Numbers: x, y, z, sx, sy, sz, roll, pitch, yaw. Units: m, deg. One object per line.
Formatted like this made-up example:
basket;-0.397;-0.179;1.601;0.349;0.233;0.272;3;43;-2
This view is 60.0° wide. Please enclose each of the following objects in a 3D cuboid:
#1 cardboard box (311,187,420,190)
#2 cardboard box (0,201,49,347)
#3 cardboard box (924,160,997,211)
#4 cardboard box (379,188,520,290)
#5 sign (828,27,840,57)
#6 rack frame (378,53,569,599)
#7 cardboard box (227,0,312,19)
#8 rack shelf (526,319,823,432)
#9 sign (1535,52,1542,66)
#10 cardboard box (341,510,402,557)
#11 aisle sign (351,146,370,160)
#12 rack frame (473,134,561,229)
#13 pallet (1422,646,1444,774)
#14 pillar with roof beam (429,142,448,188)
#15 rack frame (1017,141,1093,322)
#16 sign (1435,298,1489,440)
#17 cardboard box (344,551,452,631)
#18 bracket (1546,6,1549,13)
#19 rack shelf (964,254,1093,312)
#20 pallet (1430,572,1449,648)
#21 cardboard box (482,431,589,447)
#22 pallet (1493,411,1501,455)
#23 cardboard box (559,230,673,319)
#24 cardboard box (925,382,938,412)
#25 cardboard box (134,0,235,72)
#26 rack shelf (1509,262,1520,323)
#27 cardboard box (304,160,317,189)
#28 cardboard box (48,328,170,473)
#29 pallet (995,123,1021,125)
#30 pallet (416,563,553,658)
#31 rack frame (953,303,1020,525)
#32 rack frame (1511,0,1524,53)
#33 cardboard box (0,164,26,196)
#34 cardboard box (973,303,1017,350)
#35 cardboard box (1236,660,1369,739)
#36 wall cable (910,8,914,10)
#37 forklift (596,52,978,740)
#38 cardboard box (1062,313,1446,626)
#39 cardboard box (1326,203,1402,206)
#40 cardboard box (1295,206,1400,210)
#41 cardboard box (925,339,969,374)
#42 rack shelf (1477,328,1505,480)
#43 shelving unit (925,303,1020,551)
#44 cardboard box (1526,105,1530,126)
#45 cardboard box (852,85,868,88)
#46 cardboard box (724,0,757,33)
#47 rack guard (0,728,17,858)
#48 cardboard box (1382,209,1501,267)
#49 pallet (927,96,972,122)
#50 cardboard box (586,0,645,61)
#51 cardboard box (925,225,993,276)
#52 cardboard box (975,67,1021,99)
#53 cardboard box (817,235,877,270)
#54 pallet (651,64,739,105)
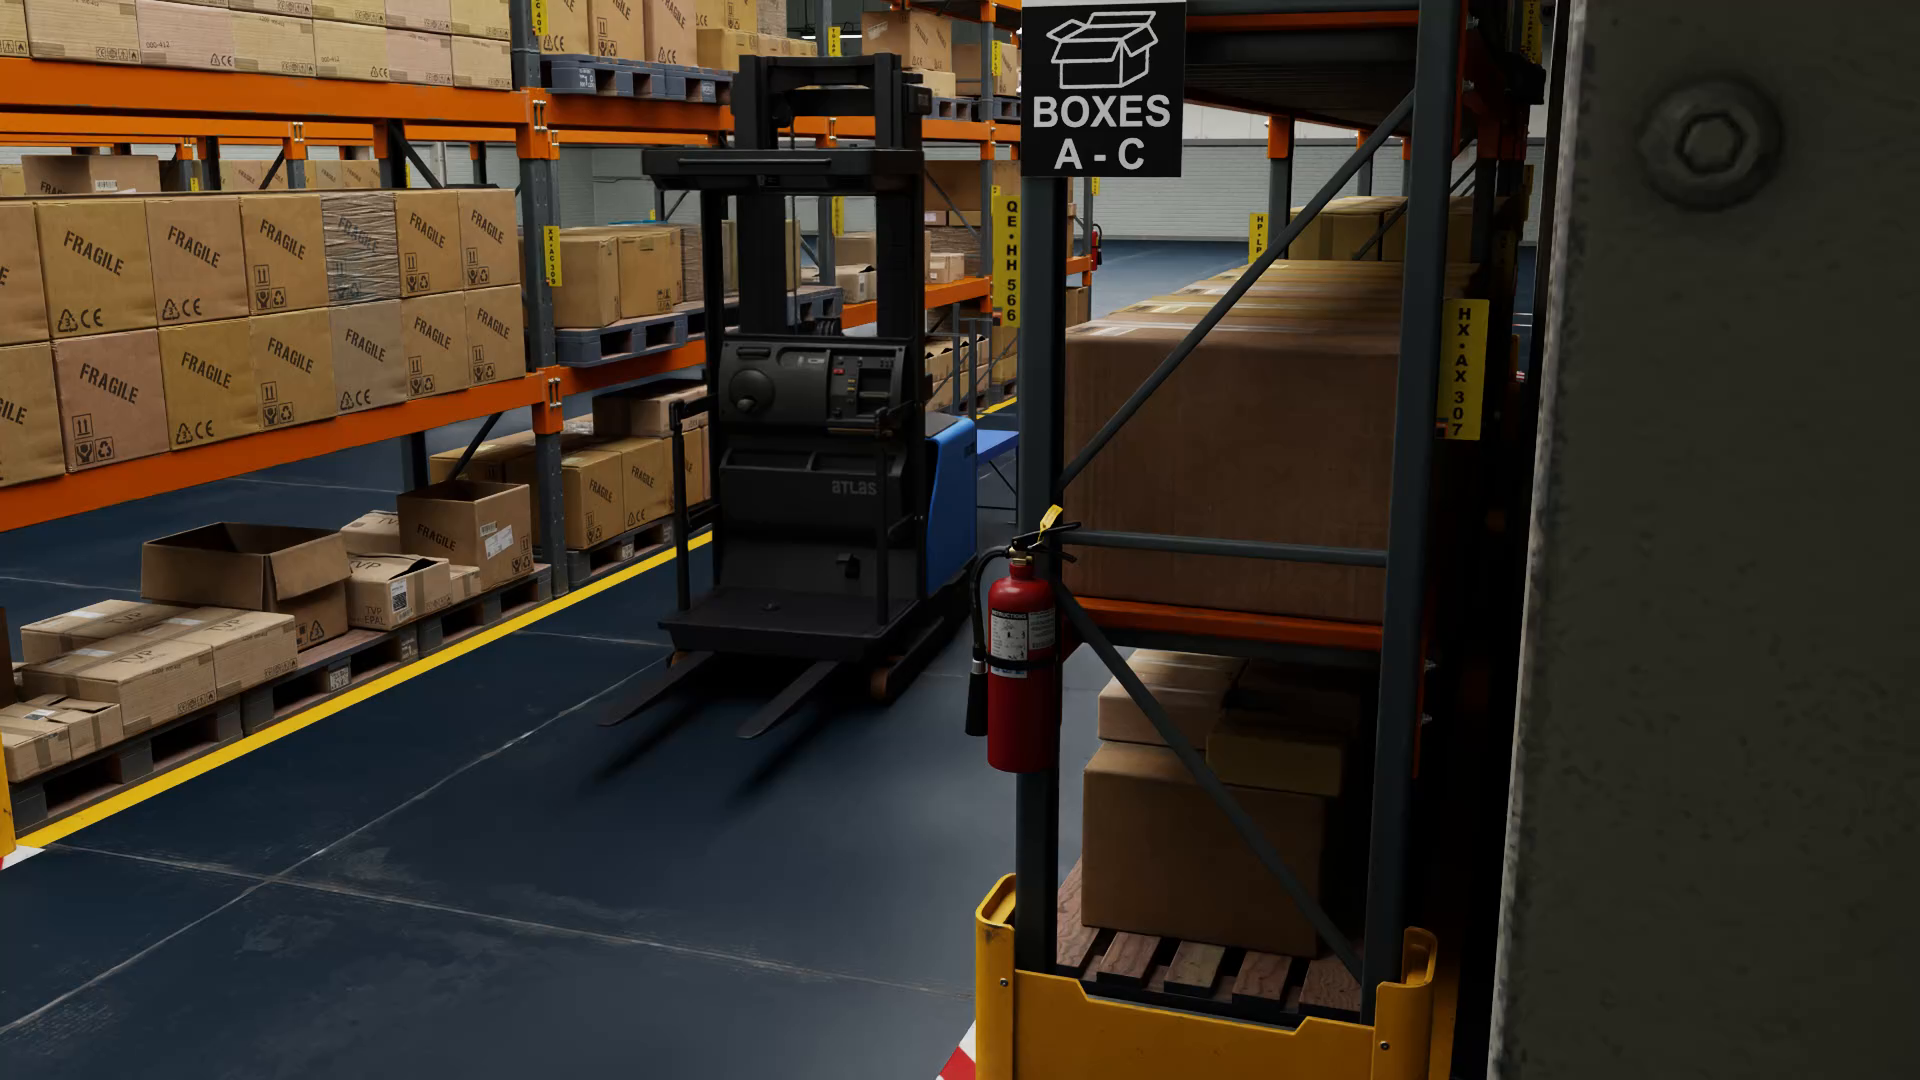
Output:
cardboard box;-3.173;-1.630;8.919;0.500;0.500;0.500;5;14;20
cardboard box;-3.656;-0.942;5.901;0.500;0.500;0.500;5;14;20
cardboard box;-0.028;-3.633;17.023;0.700;0.500;0.500;4;14;19
cardboard box;-2.673;-1.584;8.716;0.500;0.500;0.500;4;14;19
sign;-0.947;-3.690;12.512;0.100;0.325;0.005;4;14;18
rack frame;-2.754;-1.173;9.387;1.000;3.000;0.127;4;14;18
cardboard box;-3.146;-2.369;7.098;0.500;0.250;0.500;4;14;18
rack shelf;-2.107;-1.244;11.312;1.077;0.370;4.000;4;14;18
sign;6.335;-5.194;18.272;0.100;0.325;0.005;4;14;18
cardboard box;-3.095;-0.004;9.318;0.500;0.311;0.500;4;14;18
aisle sign;-8.508;-5.716;23.447;0.394;0.787;0.004;4;14;18
rack frame;-4.852;-3.215;18.333;1.000;3.000;0.127;4;14;18
pallet;1.614;0.697;7.461;1.003;0.211;1.213;4;14;18
pillar with roof beam;-11.558;-13.070;48.029;9.100;9.000;0.548;4;14;18
rack frame;1.128;-3.700;20.457;1.000;3.000;0.127;4;14;18
sign;1.163;-0.395;3.852;0.100;0.325;0.005;4;14;18
cardboard box;-2.913;0.222;8.330;0.500;0.311;0.500;4;14;18
bracket;14.812;-13.526;41.938;0.076;0.066;4.783;4;14;18
rack shelf;0.481;-2.928;18.692;1.077;0.370;4.000;4;14;18
pallet;2.112;0.374;8.874;1.003;0.211;1.213;4;14;18
cardboard box;-2.698;-0.397;10.615;0.500;0.500;0.500;4;14;19
pallet;4.272;-0.978;14.799;1.003;0.211;1.213;4;14;18
cardboard box;-2.227;-1.660;10.350;0.700;0.500;0.500;7;15;27
cardboard box;-0.522;-1.292;15.145;0.500;0.250;0.500;5;14;20
cardboard box;-3.308;-2.020;6.692;0.500;0.250;0.500;4;14;18
rack shelf;5.170;-2.572;17.133;1.077;0.370;4.000;4;14;18
cardboard box;-8.678;-4.646;21.462;0.500;0.500;0.500;4;14;18
cardboard box;-3.494;-0.563;6.489;0.500;0.500;0.500;4;14;18
pallet;0.875;-4.972;19.489;1.003;0.211;1.213;4;14;18
pallet;-2.978;0.331;9.064;1.003;0.211;1.213;4;14;18
rack frame;0.192;-0.856;11.369;0.500;1.500;0.032;4;14;18
rack frame;3.228;-4.584;10.850;1.000;3.000;0.127;4;14;18
cardboard box;-13.510;-4.965;23.236;0.875;0.550;0.500;4;14;18
cardboard box;0.435;-2.268;17.735;0.500;0.500;0.500;4;14;18
cardboard box;1.084;0.502;5.263;0.380;0.149;0.250;4;14;19
wall cable;-2.508;-16.140;53.835;2.305;6.003;0.169;4;14;18
forklift;-0.767;-0.774;7.792;1.130;2.935;3.031;3;13;14
cardboard box;0.795;-0.229;4.578;0.980;0.700;0.700;5;14;21
cardboard box;2.183;-1.718;9.149;0.500;0.250;0.500;5;14;20
cardboard box;2.018;-1.610;8.678;0.500;0.250;0.500;5;14;20
cardboard box;-0.188;-1.779;16.018;0.500;0.311;0.500;5;14;20
rack shelf;2.581;-0.888;9.753;1.077;0.370;4.000;4;14;18
shelving unit;0.028;-0.749;10.900;0.538;1.500;1.048;4;14;18
cardboard box;5.783;-4.654;17.625;0.500;0.500;0.500;4;14;19
cardboard box;-1.018;-3.940;14.163;0.500;0.250;0.500;4;13;17
cardboard box;-1.772;-3.815;11.750;0.500;0.500;0.500;4;14;18
rack guard;-4.024;0.872;6.045;1.175;0.500;0.348;4;14;18
cardboard box;2.329;-1.464;8.040;0.500;0.250;0.500;5;14;20
pallet;-0.439;-4.040;15.636;0.805;0.209;1.217;4;13;16
cardboard box;-2.327;-3.181;10.049;0.600;0.600;0.600;4;14;18
cardboard box;-0.028;-3.000;17.167;0.700;0.500;0.500;4;13;17
cardboard box;0.421;-4.750;17.260;0.500;0.311;0.500;4;13;15
cardboard box;-0.933;-2.419;14.619;0.500;0.500;0.500;4;13;15
pallet;-2.144;-2.895;10.611;1.213;0.211;1.003;4;14;18
